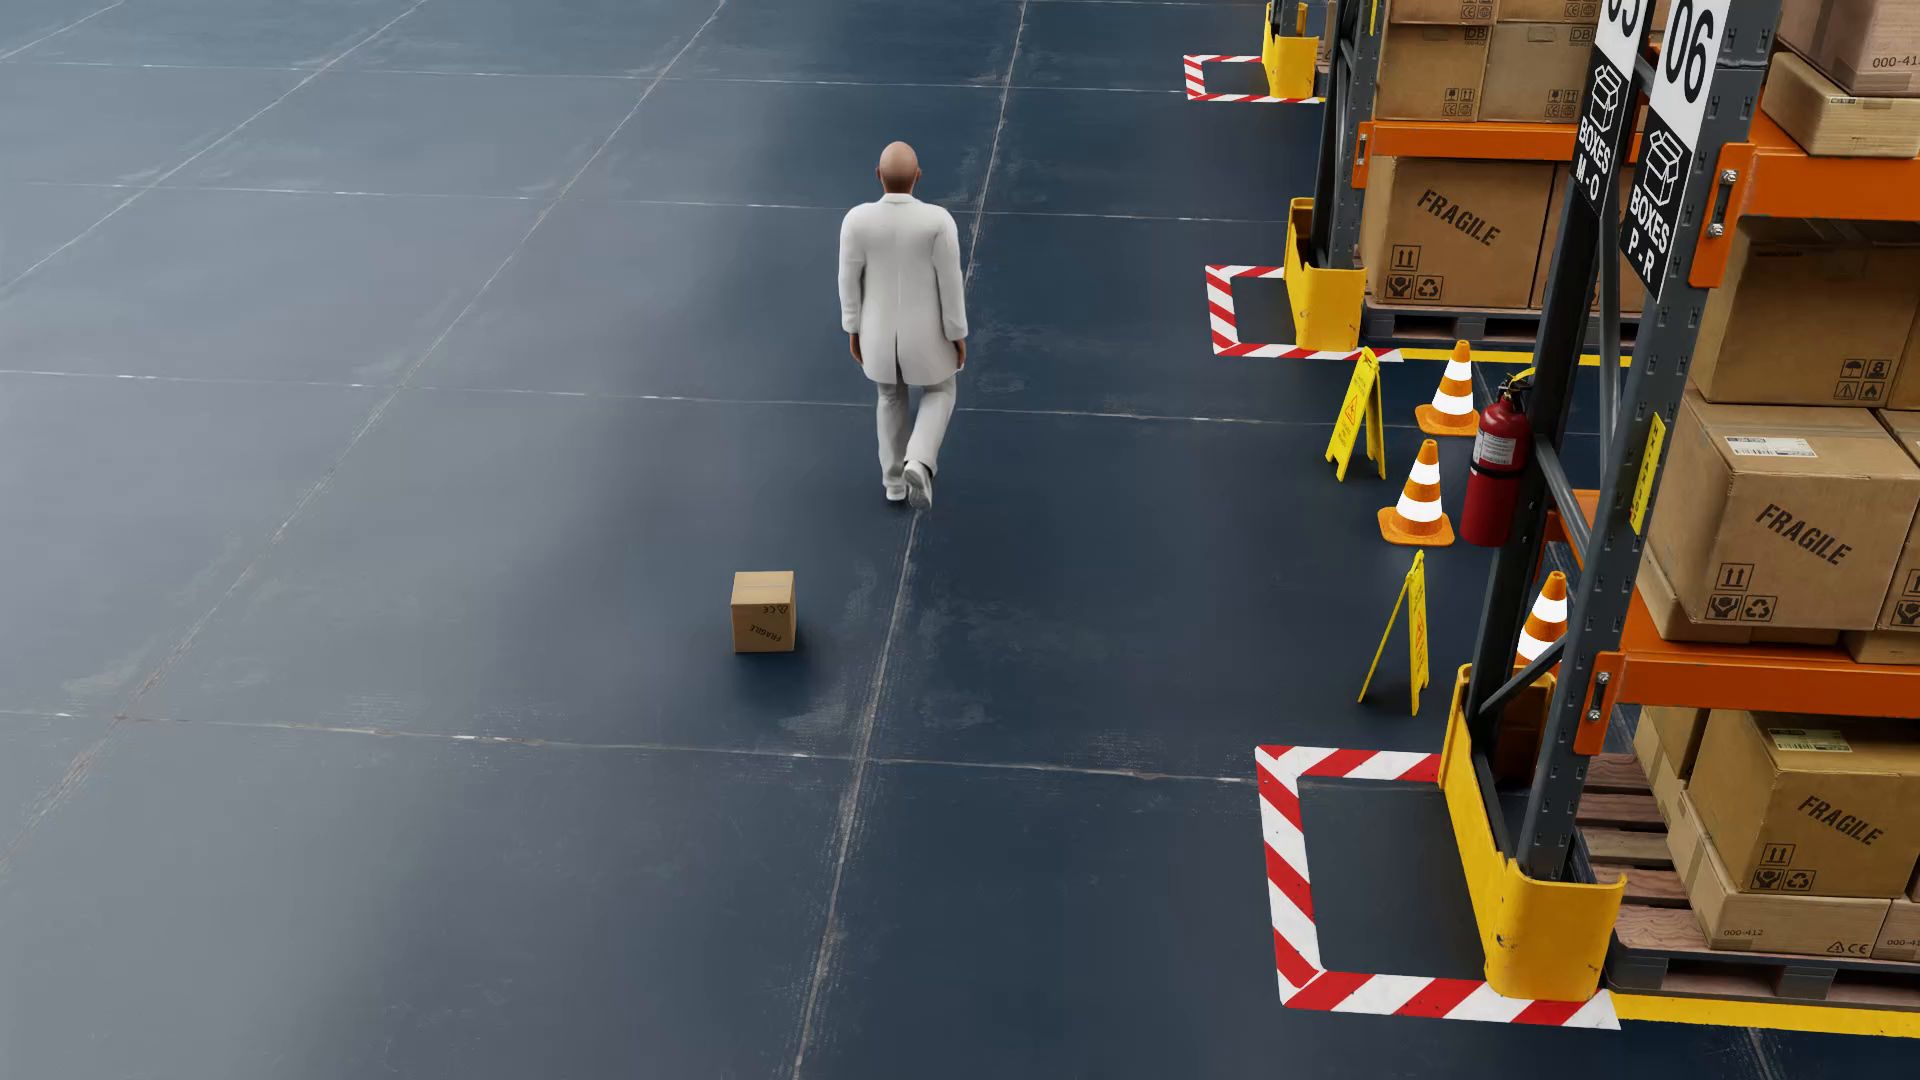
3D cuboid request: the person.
[{"bbox_3d":[-0.256,-0.954,7.652,0.599,1.766,0.660,4,32,7],"label":"person"}]
